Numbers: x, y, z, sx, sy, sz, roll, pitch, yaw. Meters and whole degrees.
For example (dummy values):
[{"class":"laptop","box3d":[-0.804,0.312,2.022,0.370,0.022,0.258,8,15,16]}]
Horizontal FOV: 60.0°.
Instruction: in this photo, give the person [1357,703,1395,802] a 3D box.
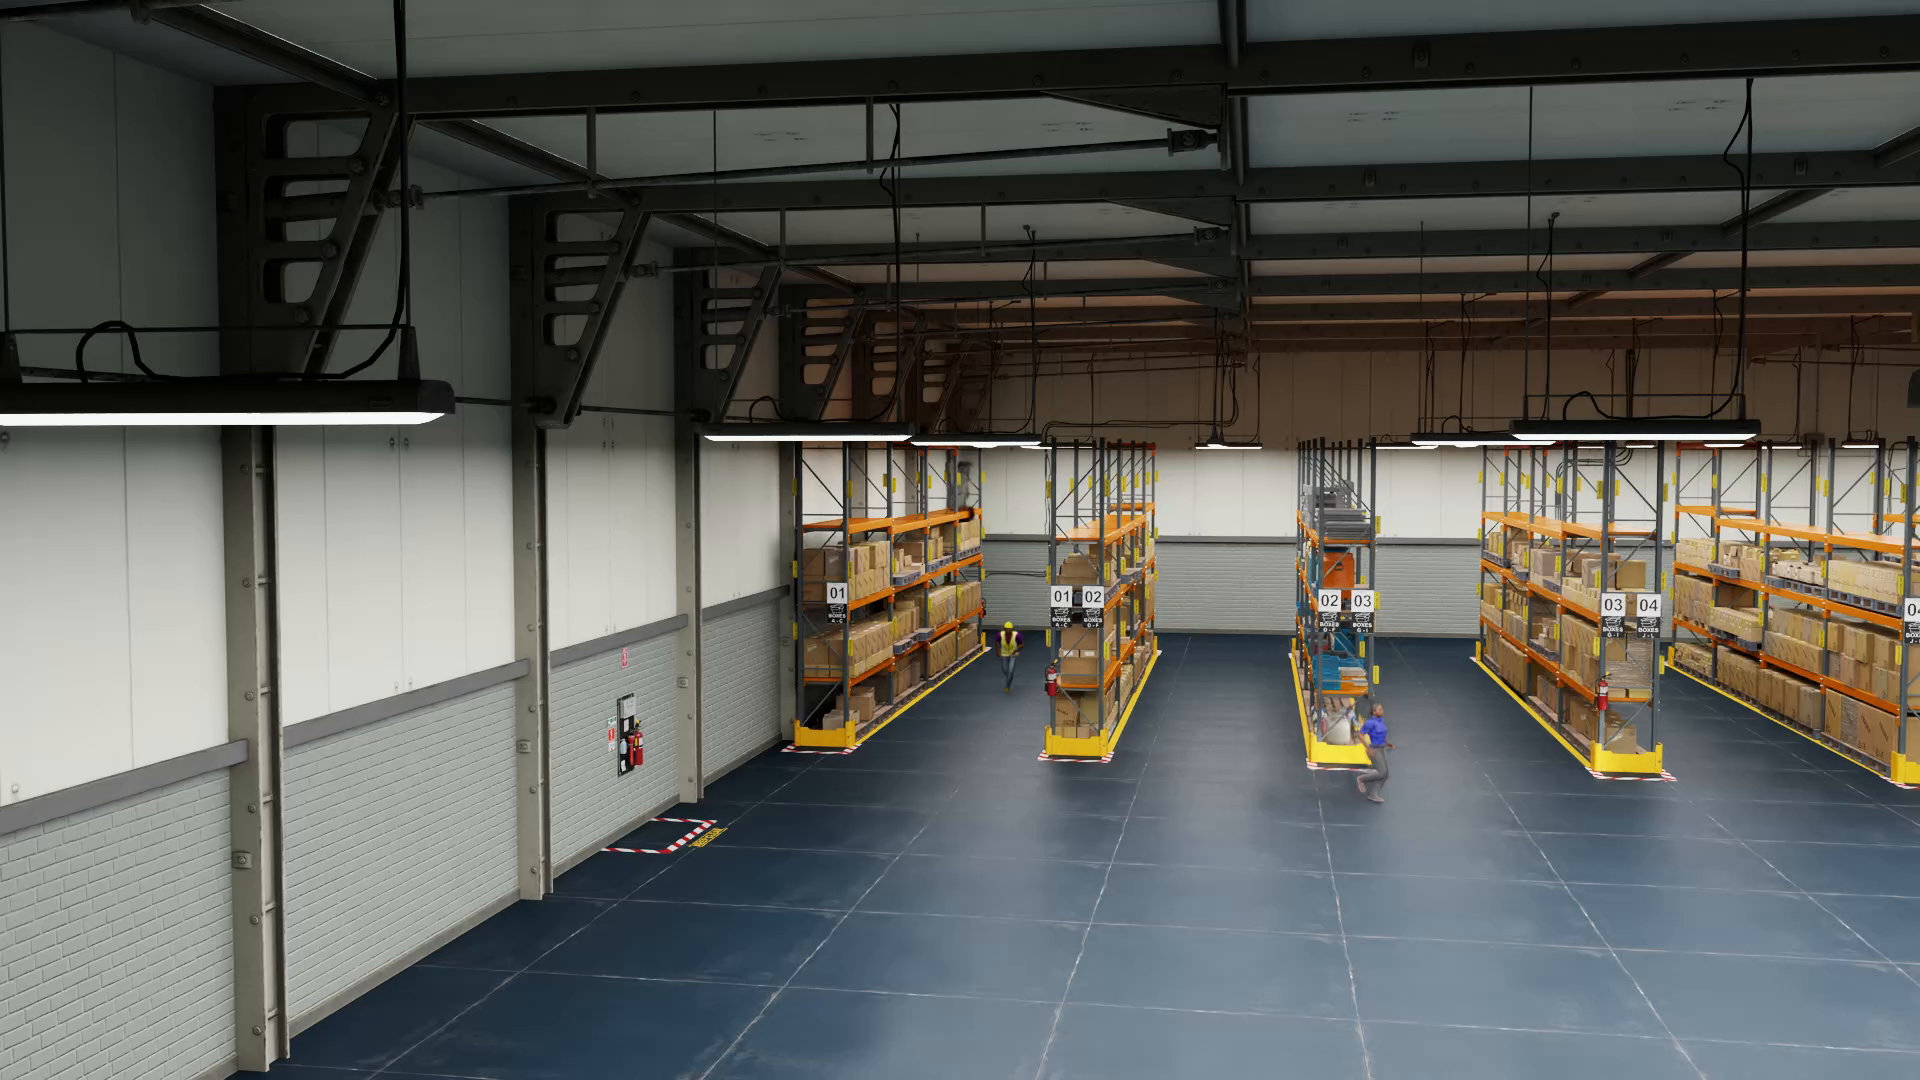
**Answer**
[{"class":"person","box3d":[6.837,3.483,27.288,0.564,1.610,0.588,3,4,44]}]

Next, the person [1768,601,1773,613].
[{"class":"person","box3d":[21.300,2.509,43.828,0.766,1.780,0.824,-1,3,-10]}]

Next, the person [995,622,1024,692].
[{"class":"person","box3d":[1.180,2.792,39.820,0.695,1.690,0.800,0,3,4]}]

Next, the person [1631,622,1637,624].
[{"class":"person","box3d":[18.138,2.543,45.199,1.016,1.541,0.744,-2,3,-29]}]
